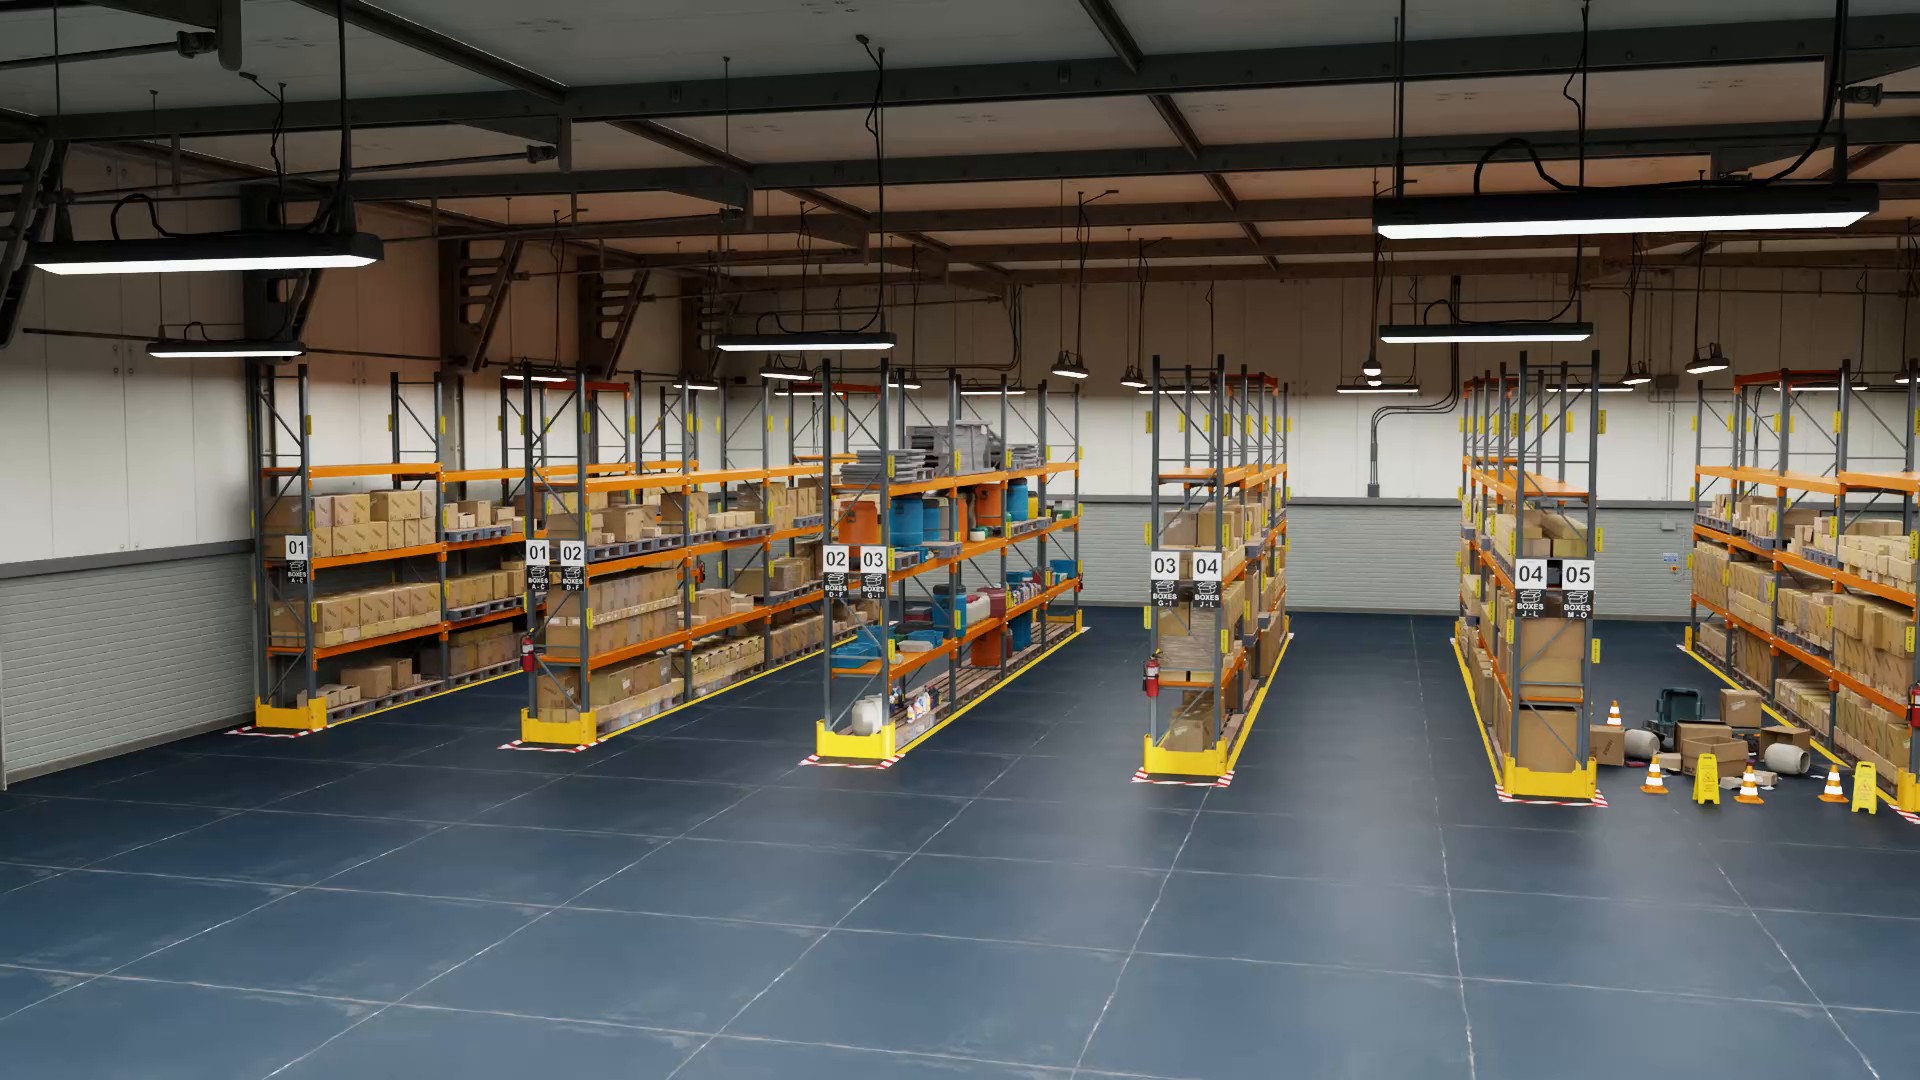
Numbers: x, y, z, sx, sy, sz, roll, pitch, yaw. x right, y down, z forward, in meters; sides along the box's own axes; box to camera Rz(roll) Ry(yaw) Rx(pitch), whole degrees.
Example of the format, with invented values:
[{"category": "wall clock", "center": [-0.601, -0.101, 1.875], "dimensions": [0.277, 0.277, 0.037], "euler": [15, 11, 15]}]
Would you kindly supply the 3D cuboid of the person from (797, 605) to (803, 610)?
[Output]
[{"category": "person", "center": [-4.354, 1.162, 43.642], "dimensions": [0.829, 1.634, 0.568], "euler": [2, 4, 21]}]
